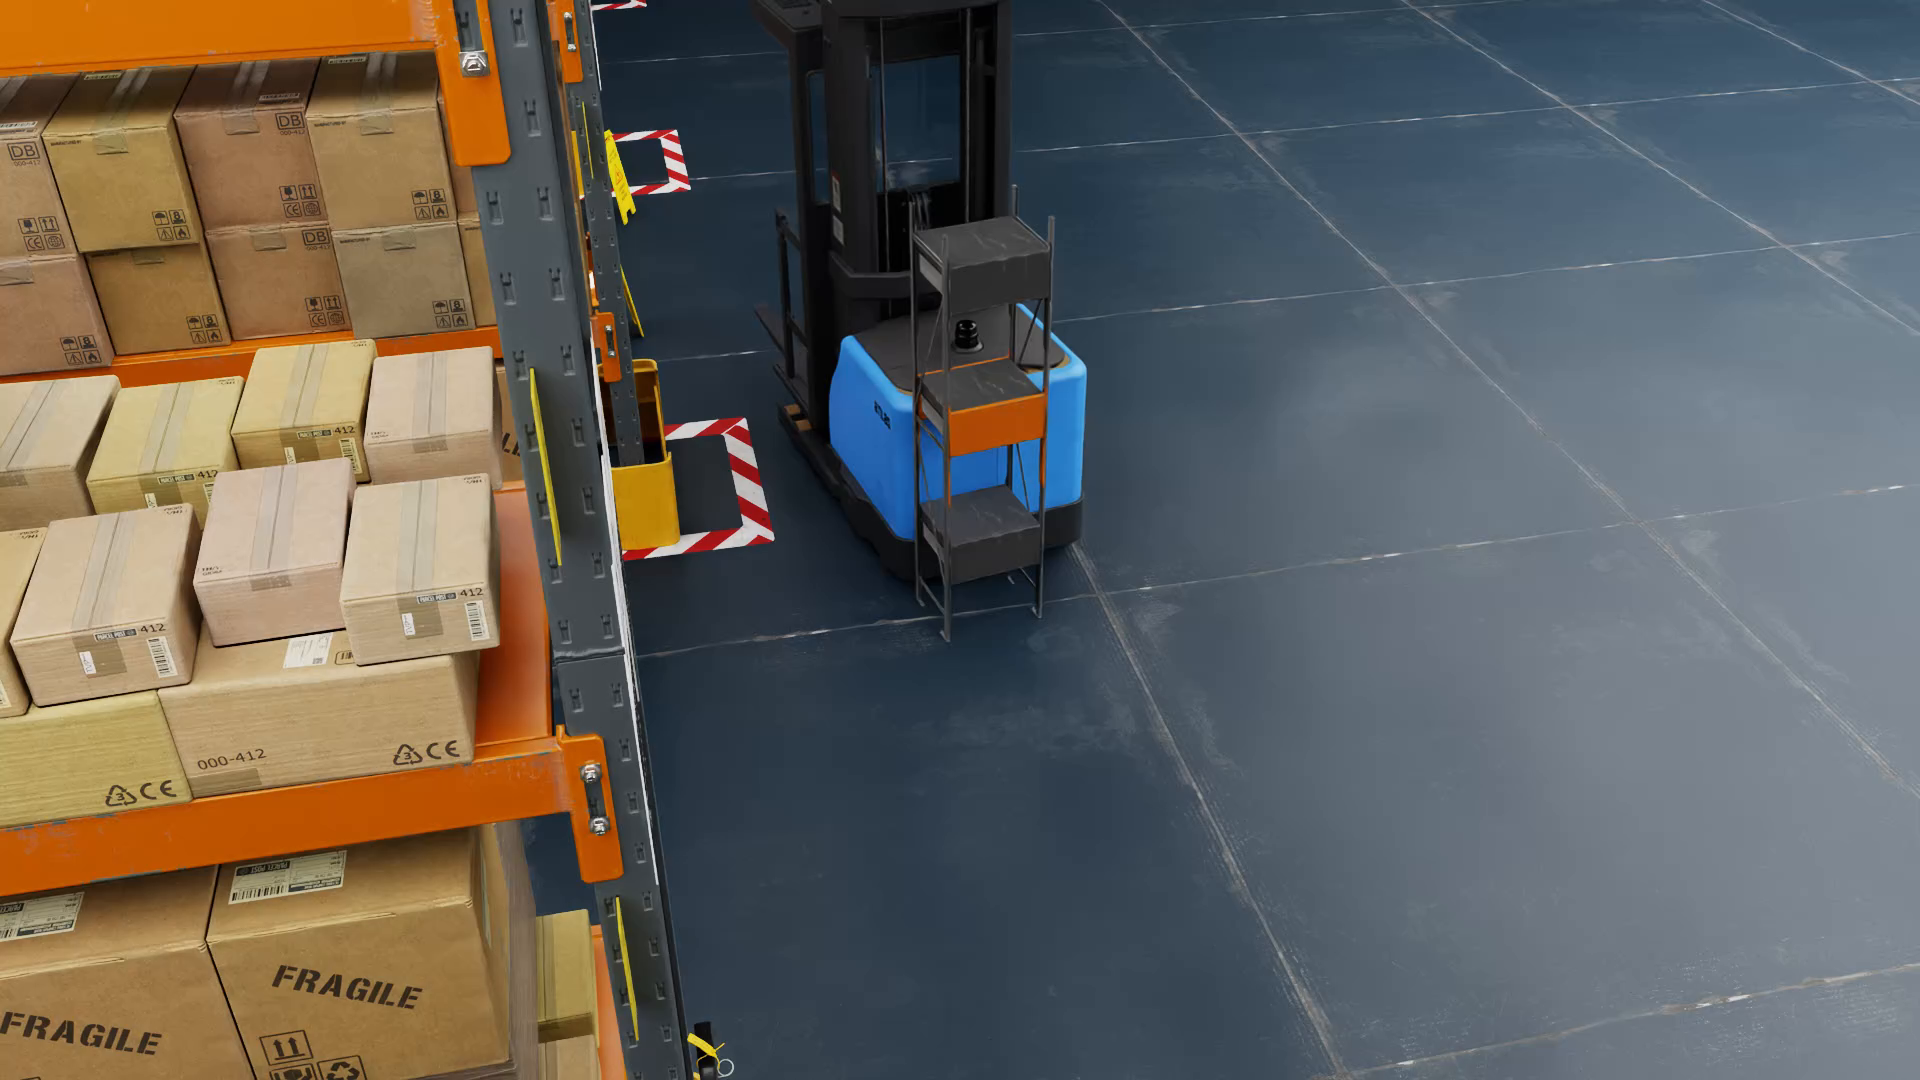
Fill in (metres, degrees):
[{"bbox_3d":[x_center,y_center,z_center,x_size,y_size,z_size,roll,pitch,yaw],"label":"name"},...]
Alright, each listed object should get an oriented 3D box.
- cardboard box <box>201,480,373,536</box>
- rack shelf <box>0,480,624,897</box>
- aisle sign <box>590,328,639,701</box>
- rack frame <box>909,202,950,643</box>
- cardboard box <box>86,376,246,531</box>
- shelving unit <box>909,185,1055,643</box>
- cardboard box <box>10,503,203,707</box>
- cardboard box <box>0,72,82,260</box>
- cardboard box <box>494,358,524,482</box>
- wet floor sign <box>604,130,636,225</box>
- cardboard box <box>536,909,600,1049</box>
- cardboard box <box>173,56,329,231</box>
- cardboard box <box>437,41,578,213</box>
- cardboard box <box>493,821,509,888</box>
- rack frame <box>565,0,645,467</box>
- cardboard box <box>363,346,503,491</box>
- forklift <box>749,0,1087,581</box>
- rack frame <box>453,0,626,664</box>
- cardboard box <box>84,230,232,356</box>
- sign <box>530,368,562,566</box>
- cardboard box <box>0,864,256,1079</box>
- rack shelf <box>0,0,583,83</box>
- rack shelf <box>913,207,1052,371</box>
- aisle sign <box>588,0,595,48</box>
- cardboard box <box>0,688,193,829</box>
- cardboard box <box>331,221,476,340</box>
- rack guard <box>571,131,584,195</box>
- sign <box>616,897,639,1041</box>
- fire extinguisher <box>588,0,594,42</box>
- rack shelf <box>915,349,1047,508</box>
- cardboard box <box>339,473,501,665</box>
[{"bbox_3d":[-1.313,-0.073,3.609,0.500,0.250,0.500,-6,34,-9],"label":"cardboard box"},{"bbox_3d":[-2.737,0.491,3.280,4.000,0.370,1.077,-7,35,-11],"label":"rack shelf"},{"bbox_3d":[-0.792,-0.058,3.812,0.004,0.787,0.394,-7,35,-11],"label":"aisle sign"},{"bbox_3d":[-0.134,-0.478,7.578,0.015,2.100,0.400,-13,36,-19],"label":"rack frame"},{"bbox_3d":[-1.599,-0.172,3.399,0.250,0.149,0.380,-8,35,-11],"label":"cardboard box"},{"bbox_3d":[0.090,-0.531,7.657,0.503,2.100,0.431,-13,36,-19],"label":"shelving unit"},{"bbox_3d":[-1.511,0.108,2.982,0.250,0.149,0.380,-9,35,-13],"label":"cardboard box"},{"bbox_3d":[-4.248,-1.684,7.465,0.550,0.550,0.875,-7,35,-11],"label":"cardboard box"},{"bbox_3d":[-2.429,-0.689,8.615,0.875,0.875,0.875,-7,34,-10],"label":"cardboard box"},{"bbox_3d":[-2.551,-2.658,12.133,0.232,0.644,0.267,4,34,6],"label":"wet floor sign"},{"bbox_3d":[-1.117,1.202,4.493,0.250,0.149,0.380,-7,35,-11],"label":"cardboard box"},{"bbox_3d":[-3.245,-1.890,7.770,0.550,0.550,0.875,-7,35,-11],"label":"cardboard box"},{"bbox_3d":[-2.152,-2.003,7.938,0.550,0.550,0.875,-7,35,-11],"label":"cardboard box"},{"bbox_3d":[-1.383,0.531,4.013,0.500,0.500,0.500,-7,35,-11],"label":"cardboard box"},{"bbox_3d":[-1.782,-1.516,8.318,0.127,3.000,1.000,-7,35,-11],"label":"rack frame"},{"bbox_3d":[-1.106,-0.249,3.514,0.250,0.149,0.380,-7,35,-11],"label":"cardboard box"},{"bbox_3d":[-0.407,-1.825,8.839,1.130,2.935,3.031,-13,36,-19],"label":"forklift"},{"bbox_3d":[-0.786,-1.299,2.610,0.127,3.000,1.000,-7,35,-11],"label":"rack frame"},{"bbox_3d":[-3.747,-1.341,7.921,0.500,0.550,0.875,-7,35,-11],"label":"cardboard box"},{"bbox_3d":[-0.683,-0.117,2.746,0.005,0.325,0.100,-7,35,-11],"label":"sign"},{"bbox_3d":[-1.755,0.878,3.496,0.500,0.500,0.500,-7,35,-11],"label":"cardboard box"},{"bbox_3d":[-3.733,-2.217,7.316,4.000,0.370,1.077,-7,35,-11],"label":"rack shelf"},{"bbox_3d":[0.090,-1.101,7.275,0.480,0.518,0.431,-13,36,-19],"label":"rack shelf"},{"bbox_3d":[-1.779,-2.768,7.849,0.004,0.787,0.394,-7,35,-11],"label":"aisle sign"},{"bbox_3d":[-1.687,0.269,3.100,0.500,0.250,0.500,-7,34,-10],"label":"cardboard box"},{"bbox_3d":[-2.665,-1.429,8.053,0.550,0.550,0.875,-7,35,-11],"label":"cardboard box"},{"bbox_3d":[-3.046,-3.147,12.991,0.348,0.500,1.175,-7,35,-11],"label":"rack guard"},{"bbox_3d":[-0.683,0.884,3.418,0.005,0.325,0.100,-7,35,-11],"label":"sign"},{"bbox_3d":[-2.759,-3.926,11.978,0.183,0.674,0.296,-7,35,-11],"label":"fire extinguisher"},{"bbox_3d":[0.090,-0.520,7.665,0.480,0.518,0.431,-13,36,-19],"label":"rack shelf"},{"bbox_3d":[-0.988,0.047,3.073,0.250,0.149,0.380,-7,35,-11],"label":"cardboard box"}]
